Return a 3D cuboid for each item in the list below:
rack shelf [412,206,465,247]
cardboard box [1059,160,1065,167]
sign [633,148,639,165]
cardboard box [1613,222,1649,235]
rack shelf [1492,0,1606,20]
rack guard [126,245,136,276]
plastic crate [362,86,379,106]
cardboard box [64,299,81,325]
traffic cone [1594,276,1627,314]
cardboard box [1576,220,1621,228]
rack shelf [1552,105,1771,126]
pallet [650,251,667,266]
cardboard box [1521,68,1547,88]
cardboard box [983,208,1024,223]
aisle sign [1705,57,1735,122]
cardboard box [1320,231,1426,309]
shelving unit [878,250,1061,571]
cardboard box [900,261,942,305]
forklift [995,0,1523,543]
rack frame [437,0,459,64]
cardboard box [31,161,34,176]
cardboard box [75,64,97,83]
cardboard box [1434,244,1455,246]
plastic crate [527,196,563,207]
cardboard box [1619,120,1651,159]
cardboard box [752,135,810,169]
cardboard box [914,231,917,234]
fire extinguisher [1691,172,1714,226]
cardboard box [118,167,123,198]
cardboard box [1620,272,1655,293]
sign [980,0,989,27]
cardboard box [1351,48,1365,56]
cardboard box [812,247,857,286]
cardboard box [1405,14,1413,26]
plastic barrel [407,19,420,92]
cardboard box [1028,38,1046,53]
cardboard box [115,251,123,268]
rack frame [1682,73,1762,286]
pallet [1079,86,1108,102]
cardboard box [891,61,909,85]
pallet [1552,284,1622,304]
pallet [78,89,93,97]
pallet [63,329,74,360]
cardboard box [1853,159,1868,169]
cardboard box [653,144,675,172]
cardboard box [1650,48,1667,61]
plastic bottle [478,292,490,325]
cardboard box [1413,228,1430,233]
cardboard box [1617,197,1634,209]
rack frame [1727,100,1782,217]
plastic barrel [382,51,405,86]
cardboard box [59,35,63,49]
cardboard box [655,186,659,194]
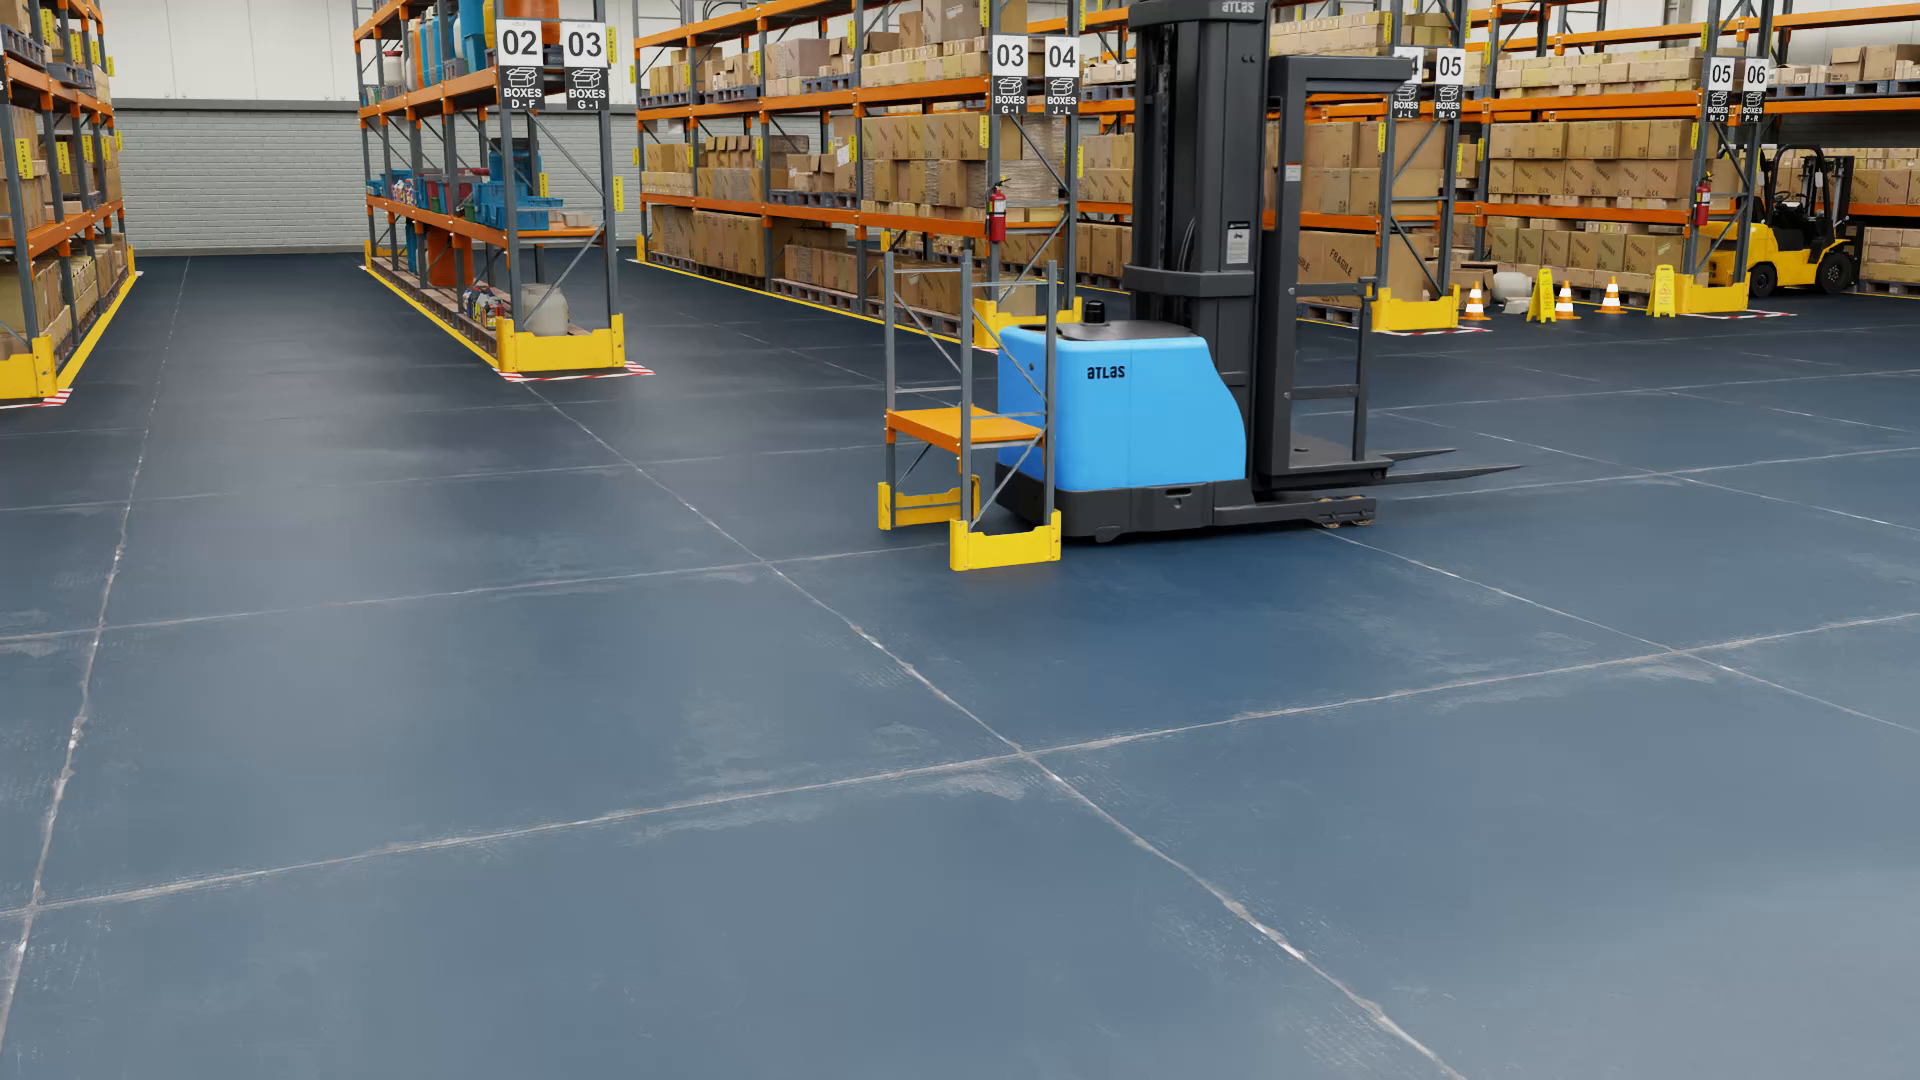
[{"bbox_3d":[-6.174,-4.006,21.121,1.077,0.370,4.000,-6,14,-23],"label":"rack shelf"},{"bbox_3d":[1.532,-6.076,26.776,0.380,0.149,0.250,-6,14,-25],"label":"cardboard box"},{"bbox_3d":[-6.152,-7.281,31.581,0.100,0.325,0.005,-6,14,-23],"label":"sign"},{"bbox_3d":[9.079,-4.217,22.504,0.380,0.149,0.250,-5,14,-21],"label":"cardboard box"},{"bbox_3d":[9.047,-7.443,22.674,1.077,0.370,4.000,-6,14,-23],"label":"rack shelf"},{"bbox_3d":[-14.689,-4.742,28.250,1.175,0.500,0.348,-6,14,-23],"label":"rack guard"},{"bbox_3d":[-9.820,-7.513,28.164,0.504,0.338,0.767,-6,14,-23],"label":"plastic crate"},{"bbox_3d":[-9.847,-2.467,18.044,0.500,0.250,0.500,-6,14,-24],"label":"cardboard box"},{"bbox_3d":[8.494,-3.195,21.650,0.336,0.463,0.334,-6,14,-23],"label":"traffic cone"},{"bbox_3d":[11.427,-5.479,30.224,0.875,0.625,0.625,-5,14,-21],"label":"cardboard box"},{"bbox_3d":[11.991,-7.259,28.523,1.077,0.370,4.000,-6,14,-23],"label":"rack shelf"},{"bbox_3d":[-5.250,-5.353,31.530,1.003,0.211,1.213,-6,14,-23],"label":"pallet"},{"bbox_3d":[8.386,-6.597,23.743,0.500,0.250,0.500,-6,14,-23],"label":"cardboard box"},{"bbox_3d":[0.464,-3.482,17.819,0.380,0.149,0.250,-6,14,-23],"label":"cardboard box"},{"bbox_3d":[9.607,-5.687,21.022,0.394,0.787,0.004,-6,14,-23],"label":"aisle sign"},{"bbox_3d":[5.021,-3.295,20.234,0.875,0.875,0.875,-6,14,-23],"label":"cardboard box"},{"bbox_3d":[0.031,-0.715,8.633,0.587,1.500,1.083,-6,14,-23],"label":"shelving unit"},{"bbox_3d":[-0.475,-3.173,20.541,0.500,0.500,0.500,-1,13,-5],"label":"cardboard box"},{"bbox_3d":[1.771,-1.597,9.268,3.031,2.935,1.130,-5,14,-20],"label":"forklift"},{"bbox_3d":[-5.373,-6.866,18.578,1.000,3.000,0.127,-6,14,-23],"label":"rack frame"},{"bbox_3d":[-8.991,-3.507,15.711,0.380,0.149,0.250,-5,14,-21],"label":"cardboard box"},{"bbox_3d":[-13.085,-6.904,24.619,0.500,0.250,0.500,-6,14,-23],"label":"cardboard box"},{"bbox_3d":[7.462,-4.610,27.031,0.950,0.372,0.625,-5,14,-21],"label":"cardboard box"},{"bbox_3d":[-4.681,-3.666,18.389,0.499,0.251,0.616,-6,14,-23],"label":"plastic crate"},{"bbox_3d":[9.247,-5.331,22.152,0.700,0.500,0.500,-5,14,-22],"label":"cardboard box"},{"bbox_3d":[-2.715,-5.907,25.292,0.797,0.503,0.637,-5,14,-21],"label":"cardboard box"},{"bbox_3d":[-0.676,-6.052,32.437,0.380,0.149,0.250,-5,14,-21],"label":"cardboard box"},{"bbox_3d":[9.471,-4.356,21.211,0.296,0.674,0.183,-6,14,-23],"label":"fire extinguisher"},{"bbox_3d":[-14.291,-5.956,27.731,0.500,0.500,0.500,-5,14,-21],"label":"cardboard box"},{"bbox_3d":[9.268,-3.472,22.385,0.500,0.250,0.500,-6,14,-23],"label":"cardboard box"},{"bbox_3d":[0.251,-5.411,16.980,0.100,0.325,0.005,-6,14,-23],"label":"sign"},{"bbox_3d":[4.809,-5.674,19.483,0.380,0.149,0.250,-5,14,-22],"label":"cardboard box"},{"bbox_3d":[-1.683,-3.847,23.406,0.700,0.500,0.500,-4,14,-18],"label":"cardboard box"},{"bbox_3d":[5.411,-6.121,19.650,0.380,0.149,0.250,-6,14,-23],"label":"cardboard box"},{"bbox_3d":[-6.845,-6.286,21.612,0.600,0.901,0.600,0,13,0],"label":"plastic barrel"},{"bbox_3d":[0.869,-5.224,17.586,0.380,0.149,0.250,-6,14,-23],"label":"cardboard box"},{"bbox_3d":[-13.923,-4.561,27.048,0.500,0.250,0.500,-6,14,-23],"label":"cardboard box"},{"bbox_3d":[9.848,-4.459,21.484,1.000,3.000,0.127,-6,14,-23],"label":"rack frame"},{"bbox_3d":[2.455,-6.885,25.732,1.213,0.211,1.003,-5,14,-20],"label":"pallet"},{"bbox_3d":[-0.483,-5.450,19.446,0.500,0.250,0.500,-6,14,-25],"label":"cardboard box"},{"bbox_3d":[9.040,-3.539,23.693,1.003,0.211,1.213,-6,14,-23],"label":"pallet"},{"bbox_3d":[-12.502,-6.164,22.615,1.213,0.211,1.003,-6,14,-23],"label":"pallet"},{"bbox_3d":[-9.633,-1.970,16.912,1.003,0.211,1.213,-6,14,-23],"label":"pallet"},{"bbox_3d":[13.463,-5.582,24.676,0.380,0.149,0.250,-6,14,-23],"label":"cardboard box"},{"bbox_3d":[-5.283,-6.973,30.358,0.500,0.500,0.500,-6,14,-24],"label":"cardboard box"},{"bbox_3d":[9.255,-6.338,21.737,0.380,0.149,0.250,-6,14,-24],"label":"cardboard box"},{"bbox_3d":[-5.109,-2.497,17.907,0.144,0.351,0.185,-5,14,-21],"label":"plastic bottle"},{"bbox_3d":[9.575,-6.254,33.851,0.500,0.500,0.500,-5,14,-21],"label":"cardboard box"},{"bbox_3d":[9.085,-4.542,22.401,0.380,0.149,0.250,-5,14,-22],"label":"cardboard box"},{"bbox_3d":[12.792,-5.735,26.995,1.000,3.000,0.127,-6,14,-23],"label":"rack frame"},{"bbox_3d":[-8.596,-7.197,25.427,0.433,0.535,0.433,0,13,0],"label":"plastic barrel"},{"bbox_3d":[-12.695,-6.666,22.991,0.600,0.600,0.600,-6,14,-24],"label":"cardboard box"},{"bbox_3d":[-5.388,-6.432,30.565,0.380,0.149,0.250,-6,14,-24],"label":"cardboard box"}]
